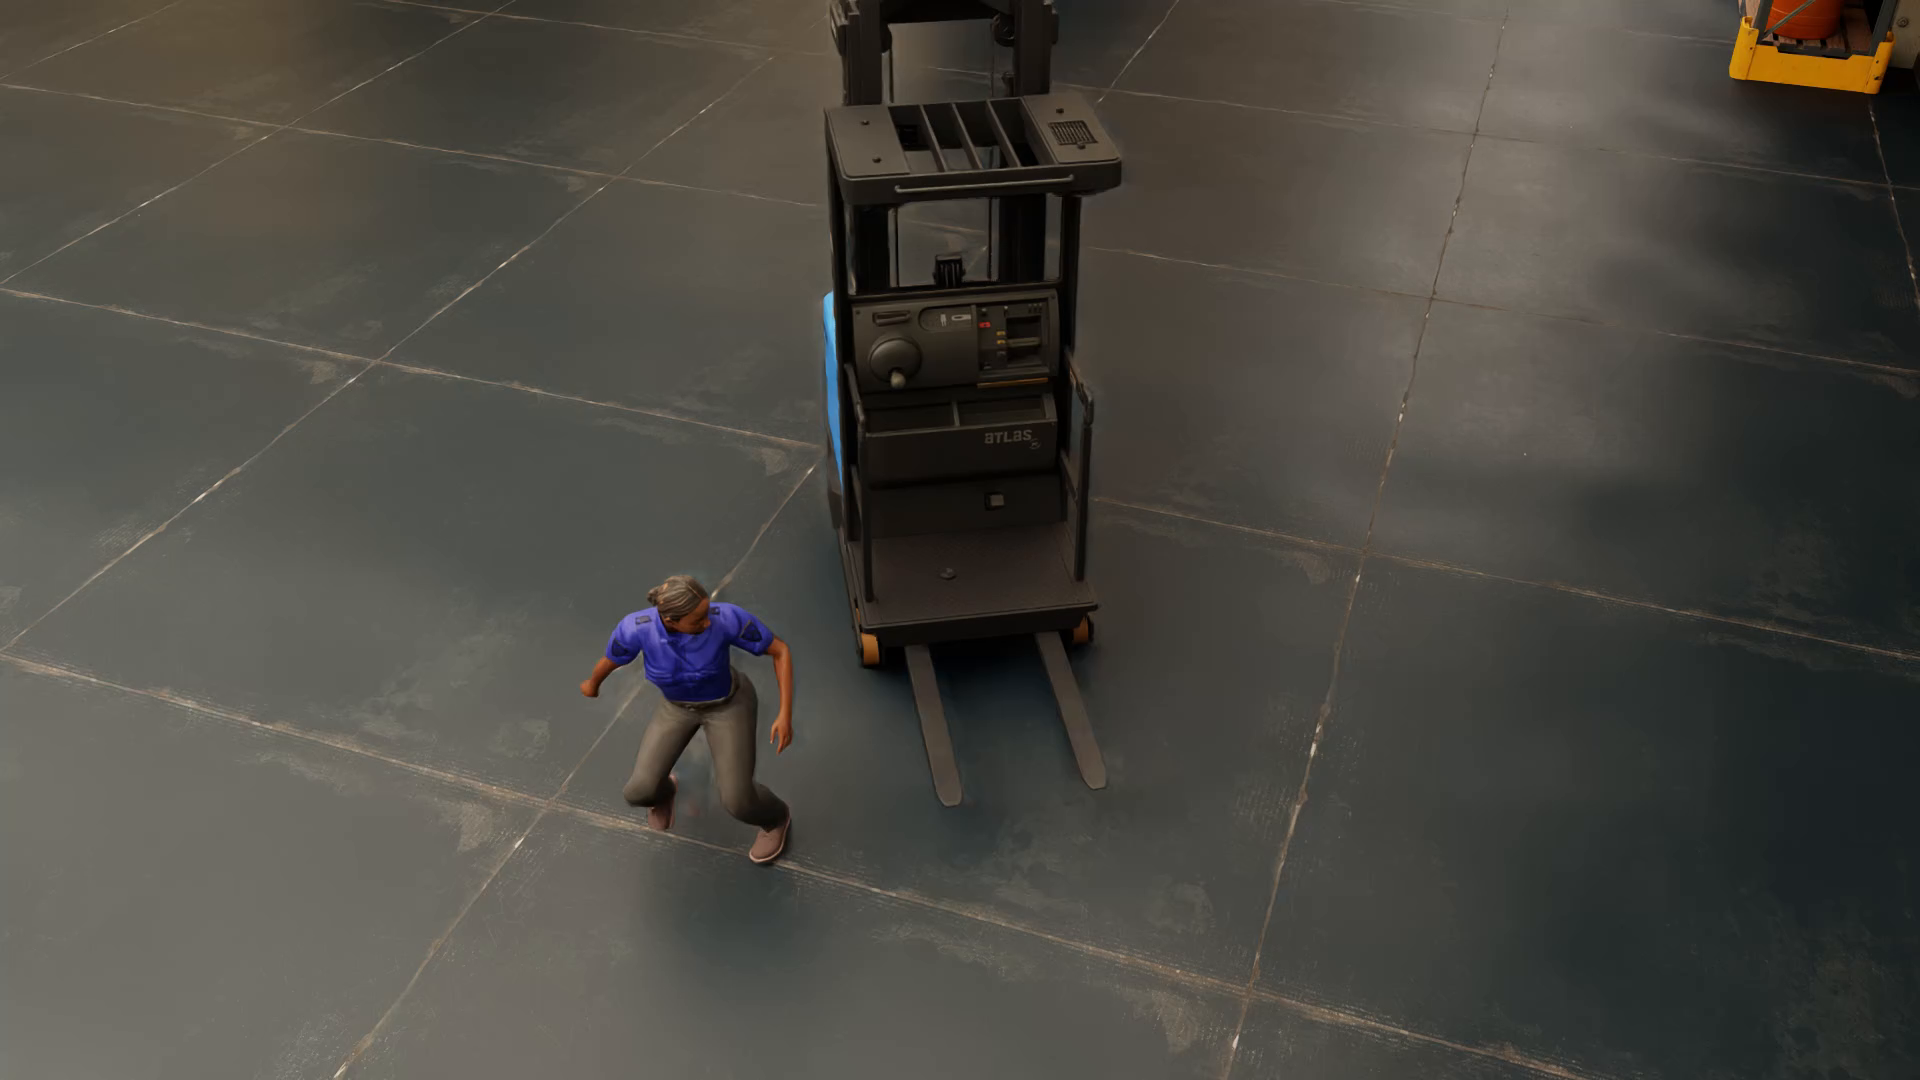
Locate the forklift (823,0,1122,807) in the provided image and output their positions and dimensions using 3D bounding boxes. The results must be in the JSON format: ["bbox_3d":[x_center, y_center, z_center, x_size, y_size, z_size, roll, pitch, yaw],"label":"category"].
[{"bbox_3d":[0.024,-0.829,7.280,1.130,2.935,3.031,-5,36,-8],"label":"forklift"}]

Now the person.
[{"bbox_3d":[-1.065,0.687,6.455,0.916,1.536,0.461,3,35,5],"label":"person"}]
